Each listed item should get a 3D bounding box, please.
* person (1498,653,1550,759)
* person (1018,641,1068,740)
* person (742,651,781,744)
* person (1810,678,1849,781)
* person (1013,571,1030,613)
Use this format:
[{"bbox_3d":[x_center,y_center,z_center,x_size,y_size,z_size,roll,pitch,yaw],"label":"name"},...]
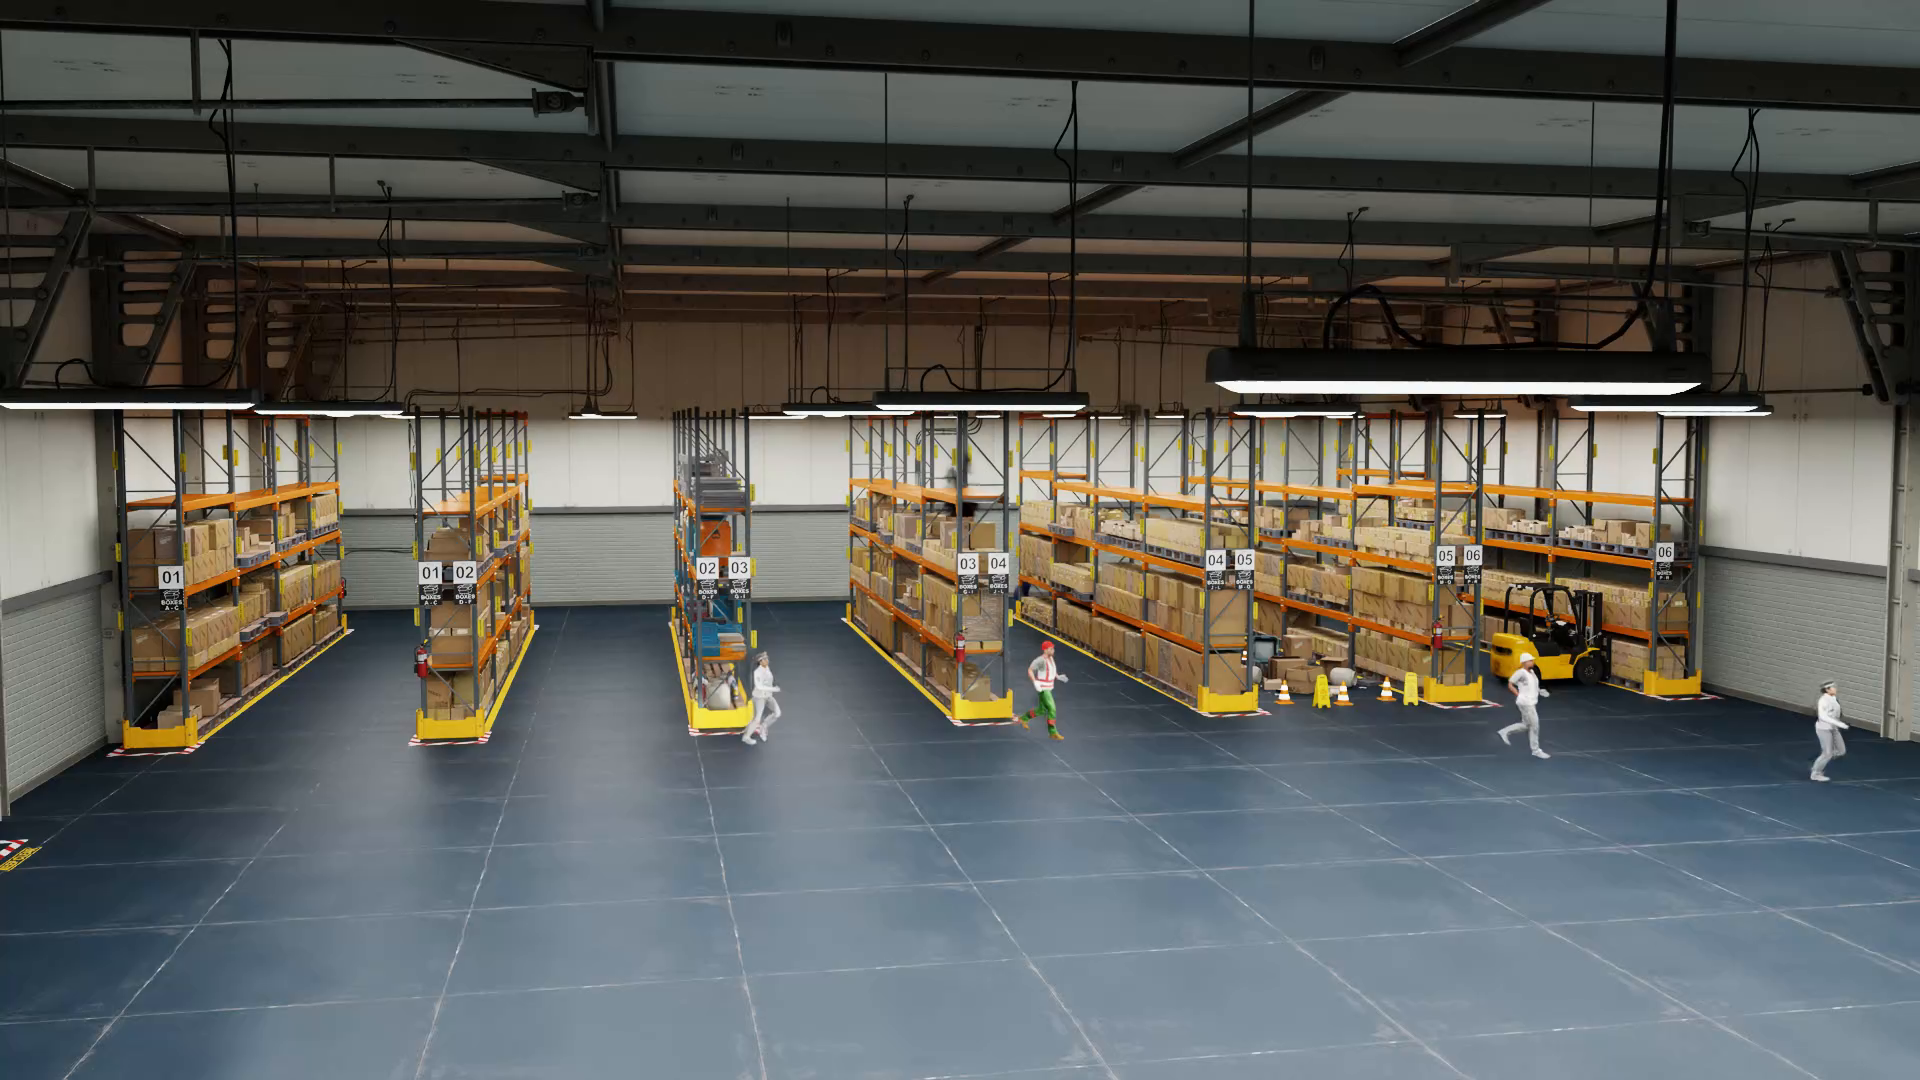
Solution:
[{"bbox_3d":[9.678,2.818,28.519,0.912,1.781,0.682,3,5,34],"label":"person"},{"bbox_3d":[1.466,2.698,30.083,0.968,1.772,0.627,2,5,27],"label":"person"},{"bbox_3d":[-3.478,2.783,29.482,0.777,1.652,0.633,2,4,24],"label":"person"},{"bbox_3d":[13.828,3.007,26.375,0.659,1.646,0.553,-4,6,-44],"label":"person"},{"bbox_3d":[1.923,1.394,49.661,0.777,1.651,0.603,-2,5,-27],"label":"person"}]
